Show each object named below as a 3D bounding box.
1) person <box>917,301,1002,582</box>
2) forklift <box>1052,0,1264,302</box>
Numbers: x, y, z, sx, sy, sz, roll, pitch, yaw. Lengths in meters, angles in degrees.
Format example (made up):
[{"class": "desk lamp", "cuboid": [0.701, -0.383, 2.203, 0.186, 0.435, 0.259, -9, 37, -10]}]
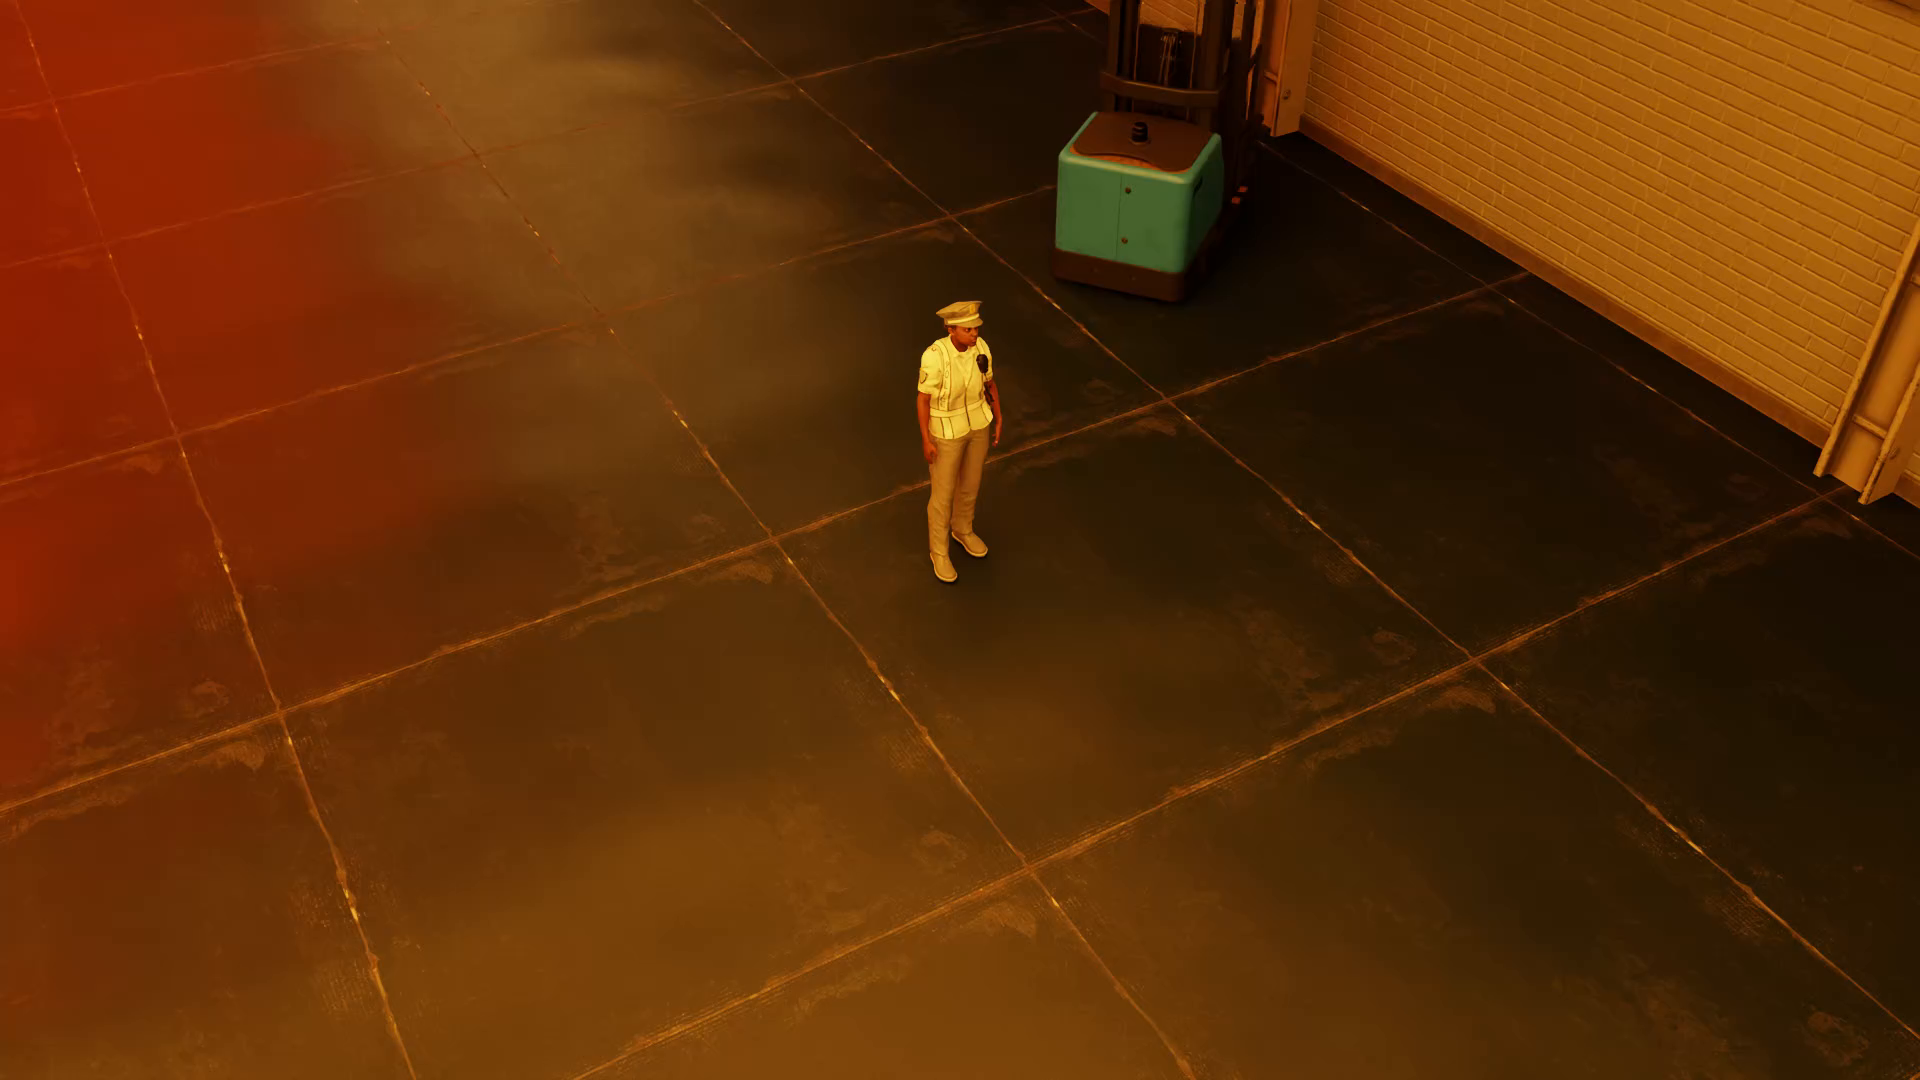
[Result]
[{"class": "person", "cuboid": [0.021, -0.610, 9.729, 0.570, 1.697, 0.528, -20, 44, -23]}, {"class": "forklift", "cuboid": [1.739, -3.841, 12.667, 1.130, 2.935, 3.031, 15, 42, 17]}]
